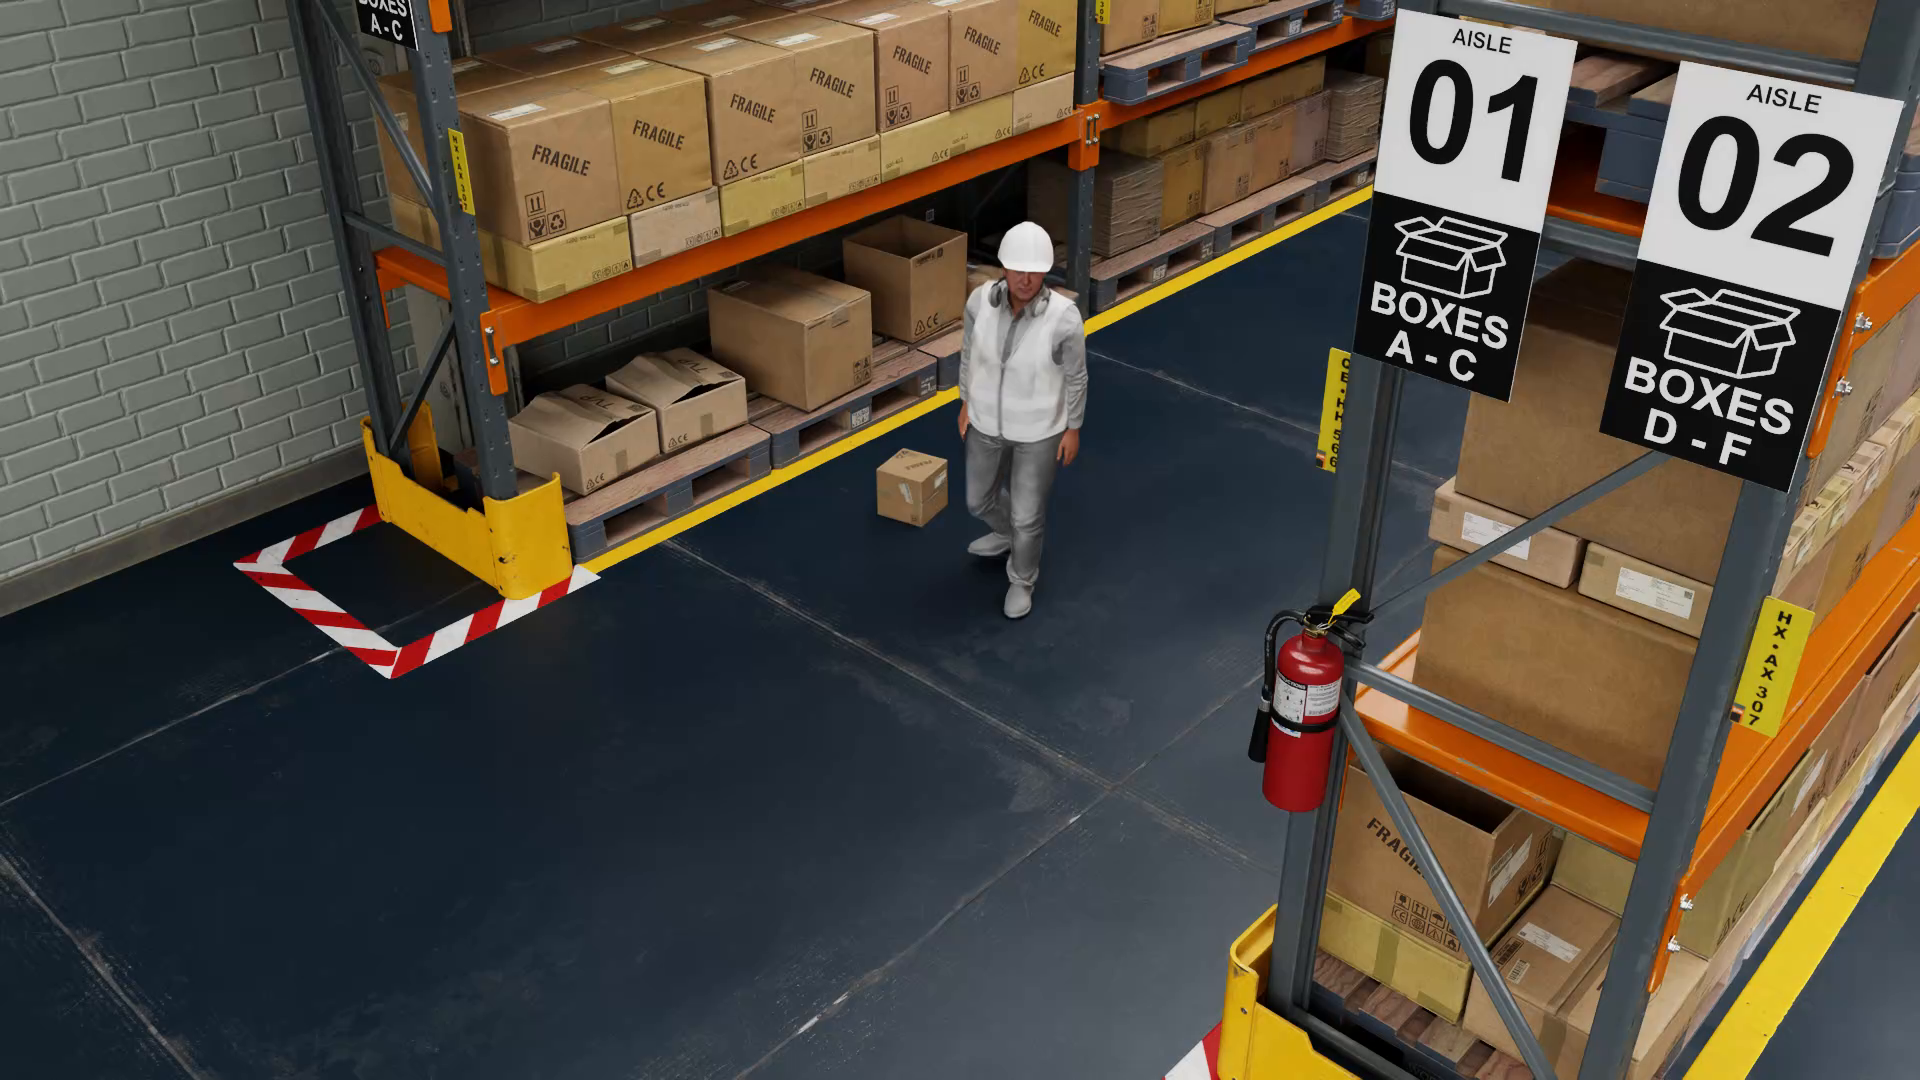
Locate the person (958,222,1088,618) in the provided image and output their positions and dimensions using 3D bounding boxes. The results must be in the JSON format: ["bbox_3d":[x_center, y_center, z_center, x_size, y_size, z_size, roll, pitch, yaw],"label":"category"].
[{"bbox_3d":[0.263,-0.531,6.989,0.584,1.760,0.571,14,34,22],"label":"person"}]
